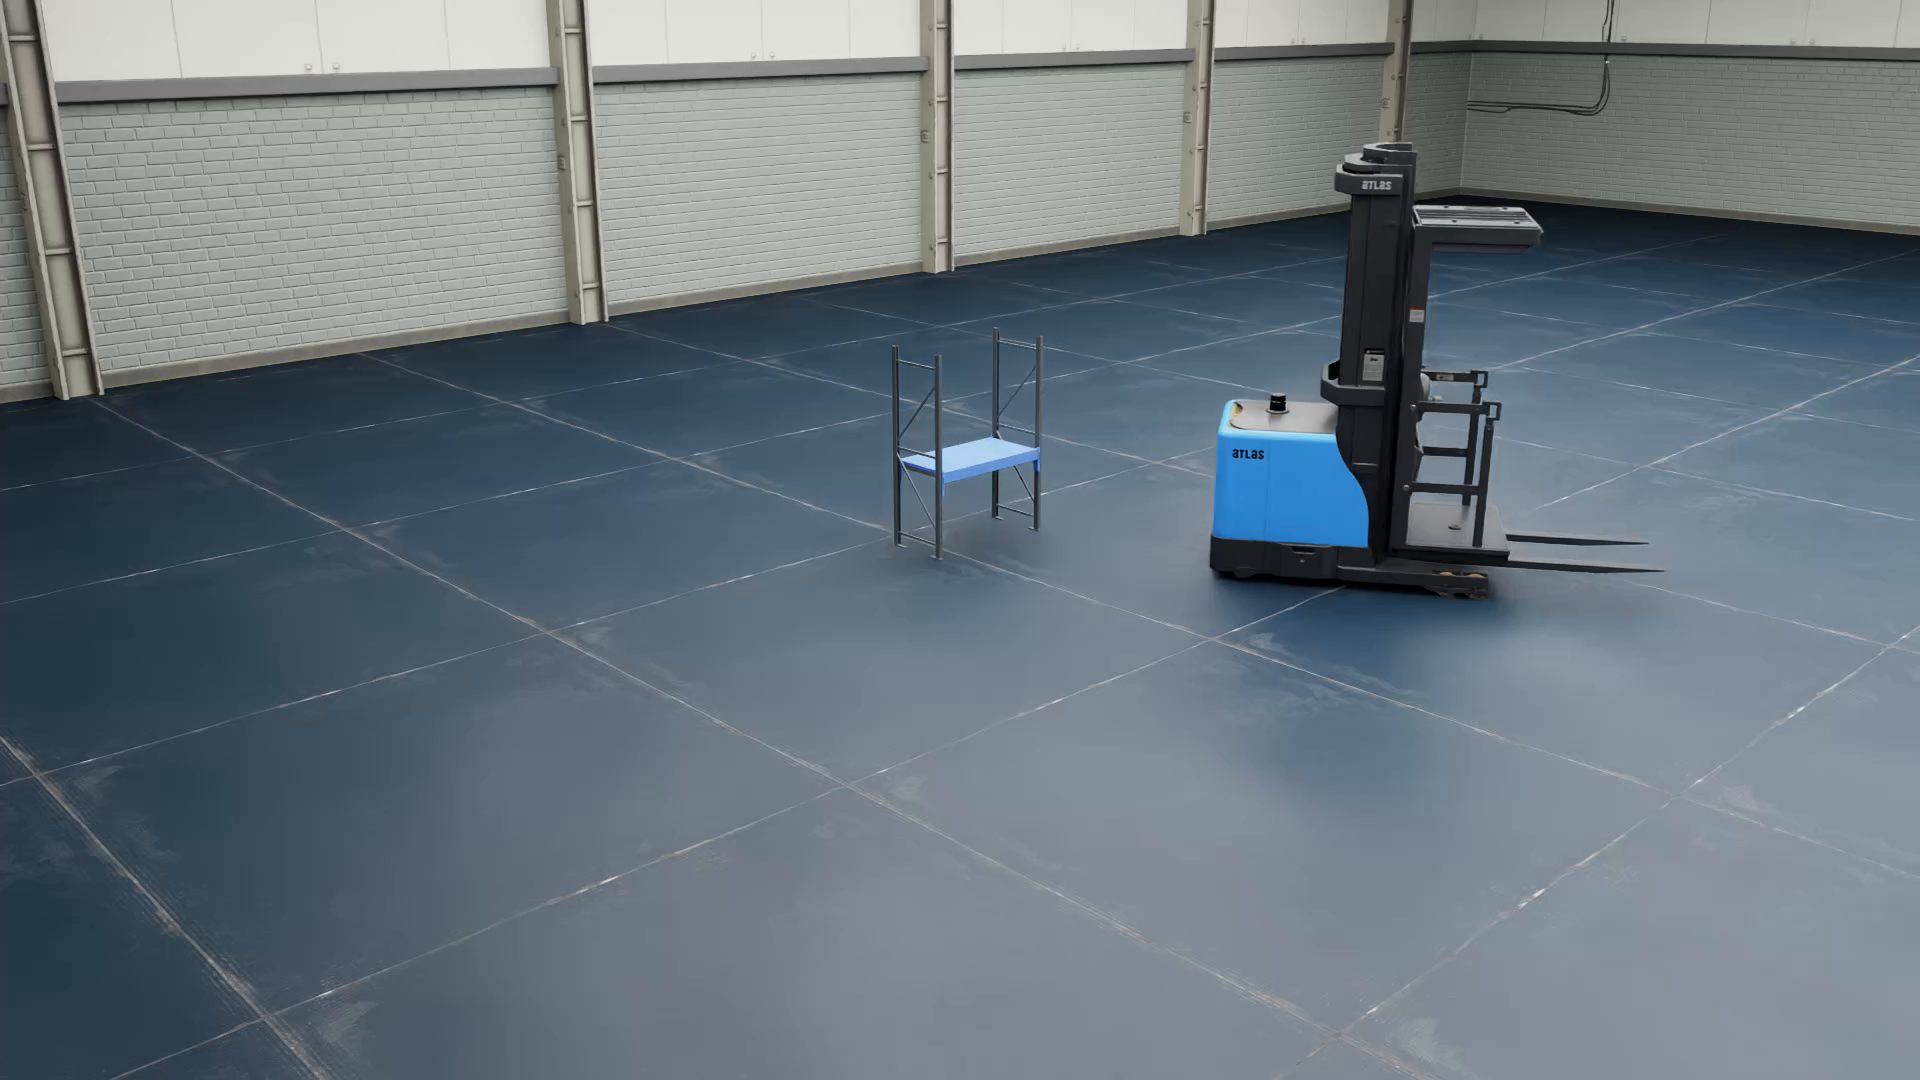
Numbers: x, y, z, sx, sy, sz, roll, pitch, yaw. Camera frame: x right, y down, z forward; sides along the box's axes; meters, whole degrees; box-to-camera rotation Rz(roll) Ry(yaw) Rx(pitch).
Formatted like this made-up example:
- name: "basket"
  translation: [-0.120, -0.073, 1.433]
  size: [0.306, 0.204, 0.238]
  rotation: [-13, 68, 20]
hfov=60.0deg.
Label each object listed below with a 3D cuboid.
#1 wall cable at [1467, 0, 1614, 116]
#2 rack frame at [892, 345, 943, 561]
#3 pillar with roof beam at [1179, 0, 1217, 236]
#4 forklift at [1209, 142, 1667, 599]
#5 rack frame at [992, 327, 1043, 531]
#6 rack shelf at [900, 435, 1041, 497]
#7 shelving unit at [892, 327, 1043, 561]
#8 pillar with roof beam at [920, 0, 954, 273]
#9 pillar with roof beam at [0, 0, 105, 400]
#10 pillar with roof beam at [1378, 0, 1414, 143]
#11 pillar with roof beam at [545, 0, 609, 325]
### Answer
- name: "wall cable"
  translation: [11.438, -9.710, 32.877]
  size: [0.112, 2.526, 3.097]
  rotation: [-16, 24, -41]
- name: "rack frame"
  translation: [-0.307, -0.624, 11.977]
  size: [0.032, 1.500, 0.500]
  rotation: [-16, 24, -41]
- name: "pillar with roof beam"
  translation: [6.987, -8.623, 24.489]
  size: [0.400, 9.000, 9.100]
  rotation: [-16, 24, -41]
- name: "forklift"
  translation: [3.322, -1.176, 11.358]
  size: [3.031, 2.935, 1.130]
  rotation: [4, 18, 11]
- name: "rack frame"
  translation: [0.431, -0.839, 12.641]
  size: [0.032, 1.500, 0.500]
  rotation: [-16, 24, -41]
- name: "rack shelf"
  translation: [0.062, -0.560, 12.365]
  size: [1.000, 0.185, 0.538]
  rotation: [-16, 24, -41]
- name: "shelving unit"
  translation: [0.062, -0.732, 12.309]
  size: [1.048, 1.500, 0.538]
  rotation: [-16, 24, -41]
- name: "pillar with roof beam"
  translation: [2.627, -7.351, 20.568]
  size: [0.400, 9.000, 9.100]
  rotation: [-16, 24, -41]
- name: "pillar with roof beam"
  translation: [-6.092, -4.809, 12.725]
  size: [0.400, 9.000, 9.100]
  rotation: [-16, 24, -41]
- name: "pillar with roof beam"
  translation: [11.347, -9.894, 28.411]
  size: [0.400, 9.000, 9.100]
  rotation: [-16, 24, -41]
- name: "pillar with roof beam"
  translation: [-1.732, -6.080, 16.647]
  size: [0.400, 9.000, 9.100]
  rotation: [-16, 24, -41]
